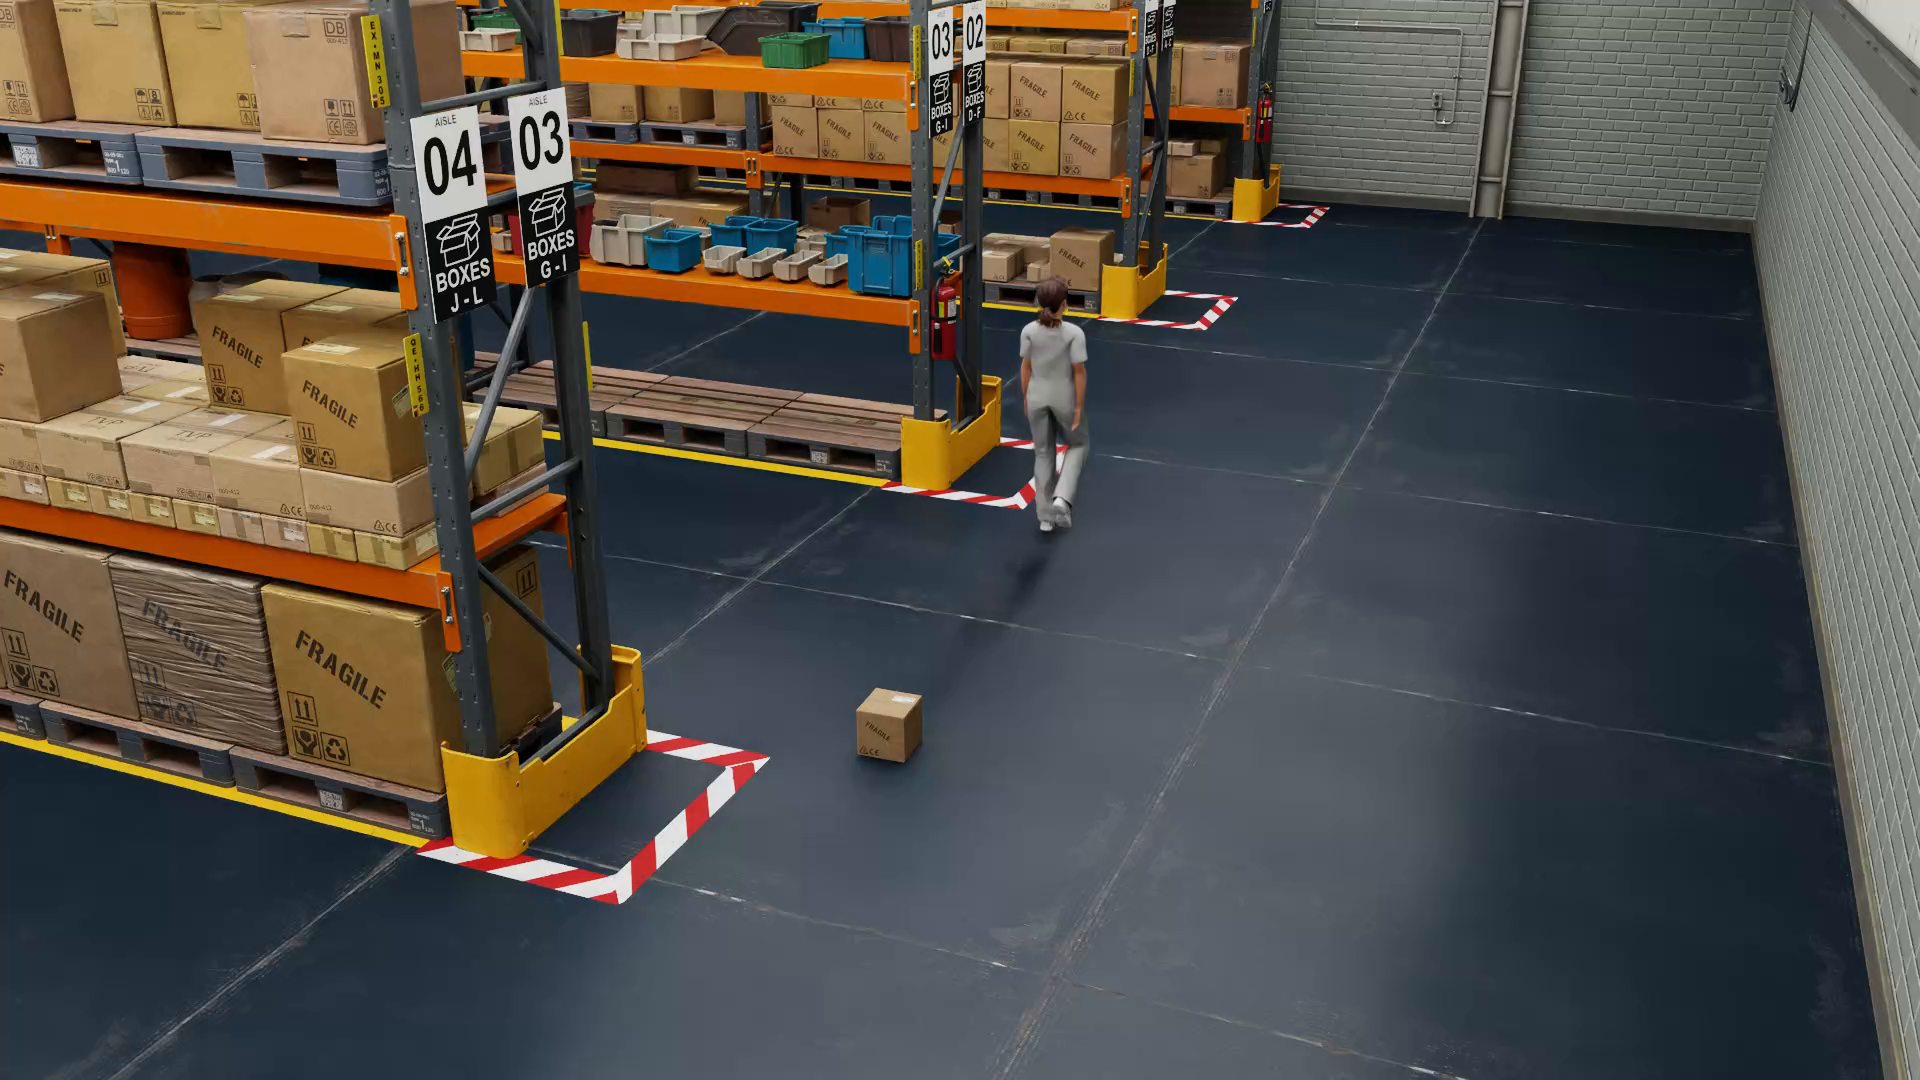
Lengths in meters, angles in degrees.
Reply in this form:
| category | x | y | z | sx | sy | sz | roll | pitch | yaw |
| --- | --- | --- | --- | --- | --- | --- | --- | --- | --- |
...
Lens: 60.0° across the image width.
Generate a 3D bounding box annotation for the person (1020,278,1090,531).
| category | x | y | z | sx | sy | sz | roll | pitch | yaw |
| --- | --- | --- | --- | --- | --- | --- | --- | --- | --- |
| person | 0.606 | -0.869 | 10.637 | 0.444 | 1.665 | 0.456 | 6 | 23 | 14 |
